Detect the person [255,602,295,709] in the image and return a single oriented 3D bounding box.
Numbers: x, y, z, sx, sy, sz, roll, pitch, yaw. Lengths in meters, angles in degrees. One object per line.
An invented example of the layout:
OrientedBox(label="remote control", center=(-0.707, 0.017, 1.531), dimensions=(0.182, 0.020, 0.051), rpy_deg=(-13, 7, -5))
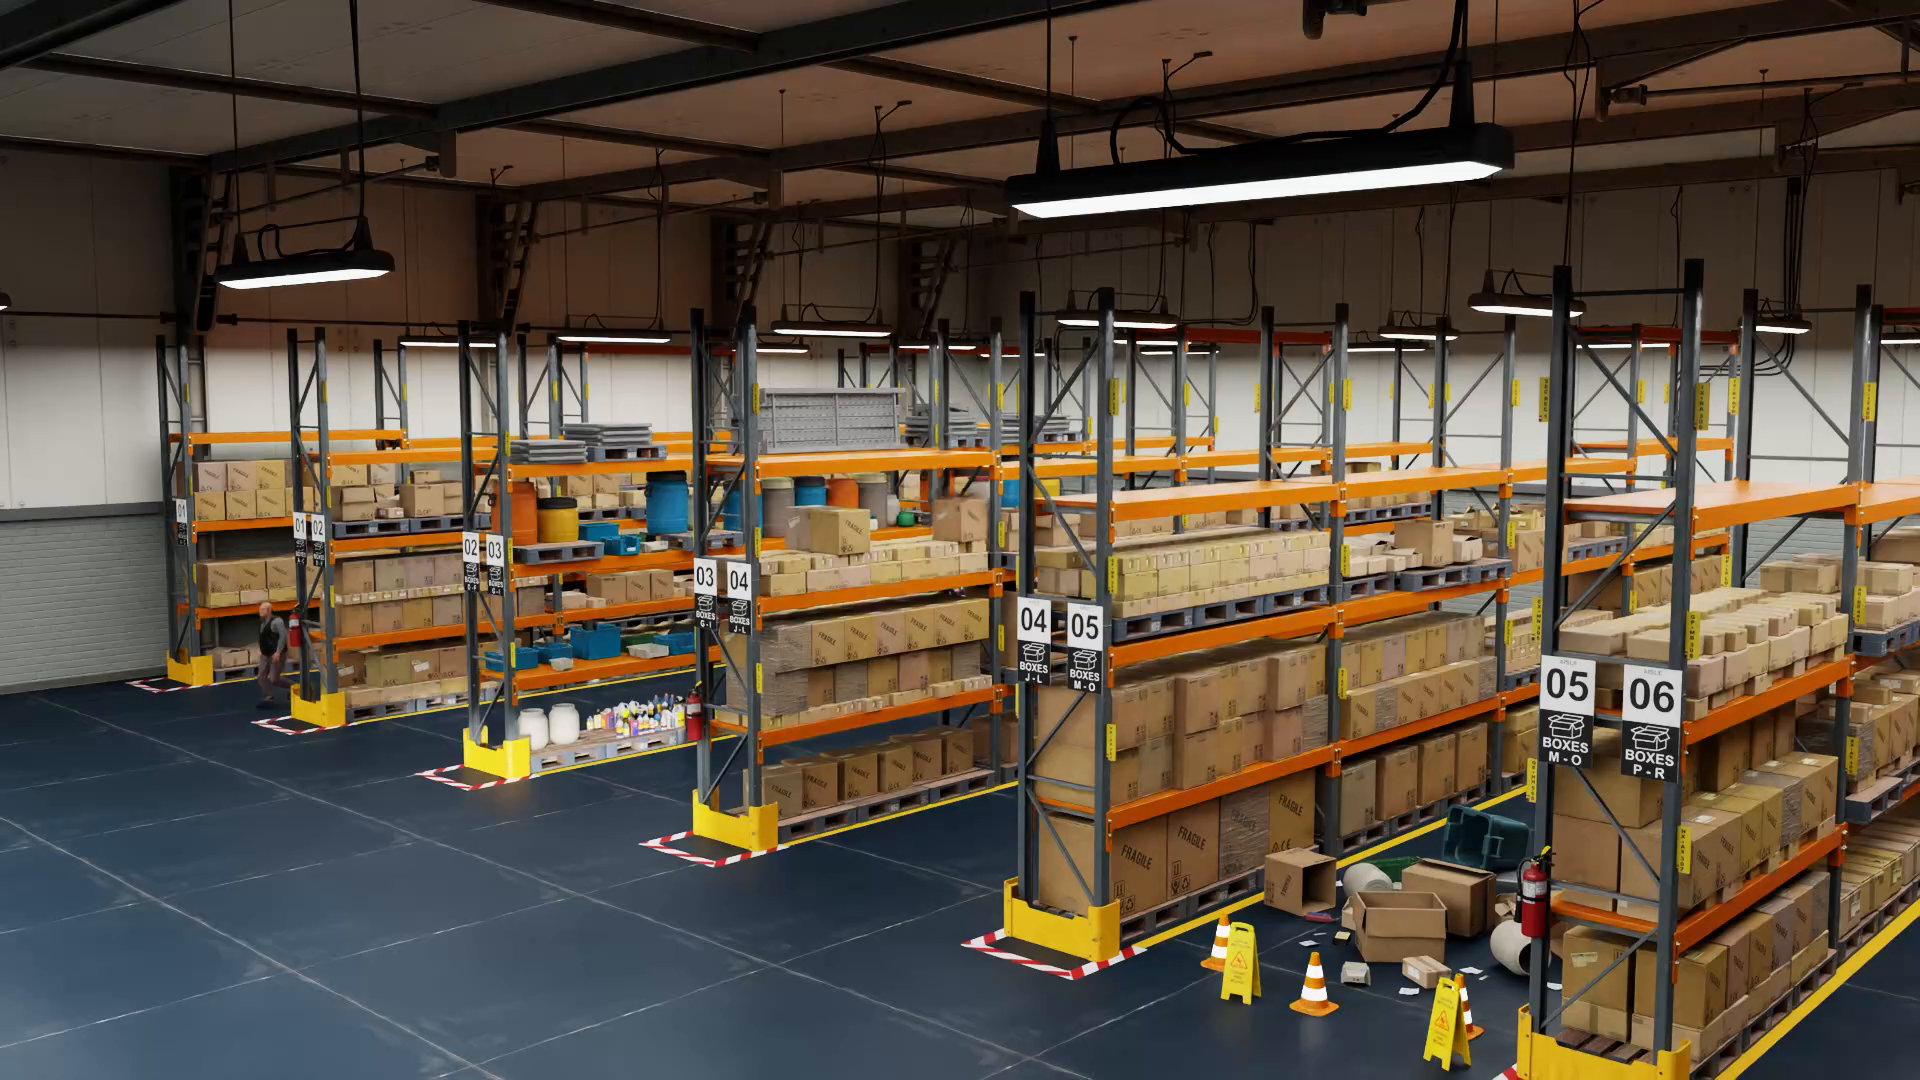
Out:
OrientedBox(label="person", center=(-10.965, 1.825, 26.645), dimensions=(0.624, 1.704, 0.638), rpy_deg=(3, 6, 32))

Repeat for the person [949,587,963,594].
OrientedBox(label="person", center=(0.019, 1.410, 31.116), dimensions=(0.728, 1.682, 0.642), rpy_deg=(-4, 7, -37))
